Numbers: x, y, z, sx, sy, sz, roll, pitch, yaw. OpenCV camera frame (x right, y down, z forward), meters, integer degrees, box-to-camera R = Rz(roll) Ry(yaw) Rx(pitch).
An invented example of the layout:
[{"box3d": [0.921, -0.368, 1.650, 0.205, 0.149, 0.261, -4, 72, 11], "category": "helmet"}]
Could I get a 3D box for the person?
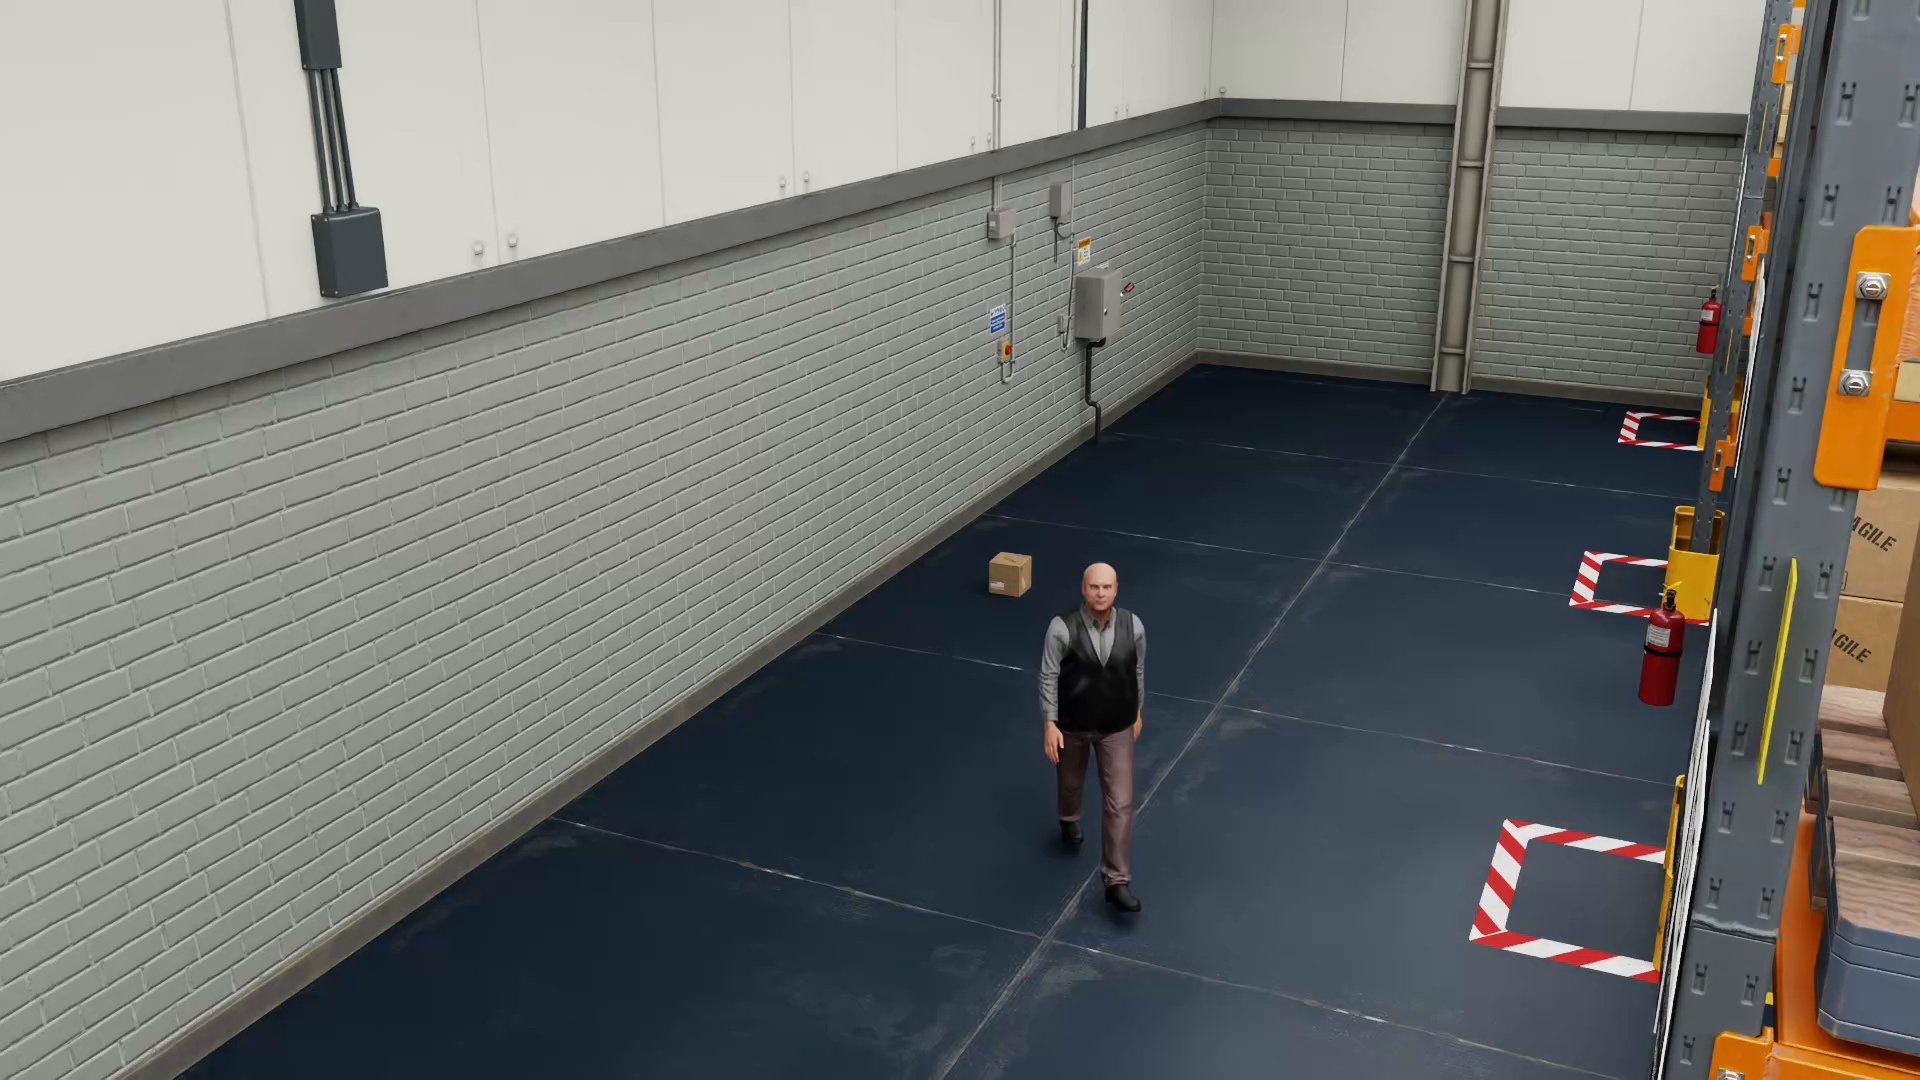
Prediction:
[{"box3d": [0.667, 0.939, 8.361, 0.557, 1.673, 1.024, 0, 19, -1], "category": "person"}]
